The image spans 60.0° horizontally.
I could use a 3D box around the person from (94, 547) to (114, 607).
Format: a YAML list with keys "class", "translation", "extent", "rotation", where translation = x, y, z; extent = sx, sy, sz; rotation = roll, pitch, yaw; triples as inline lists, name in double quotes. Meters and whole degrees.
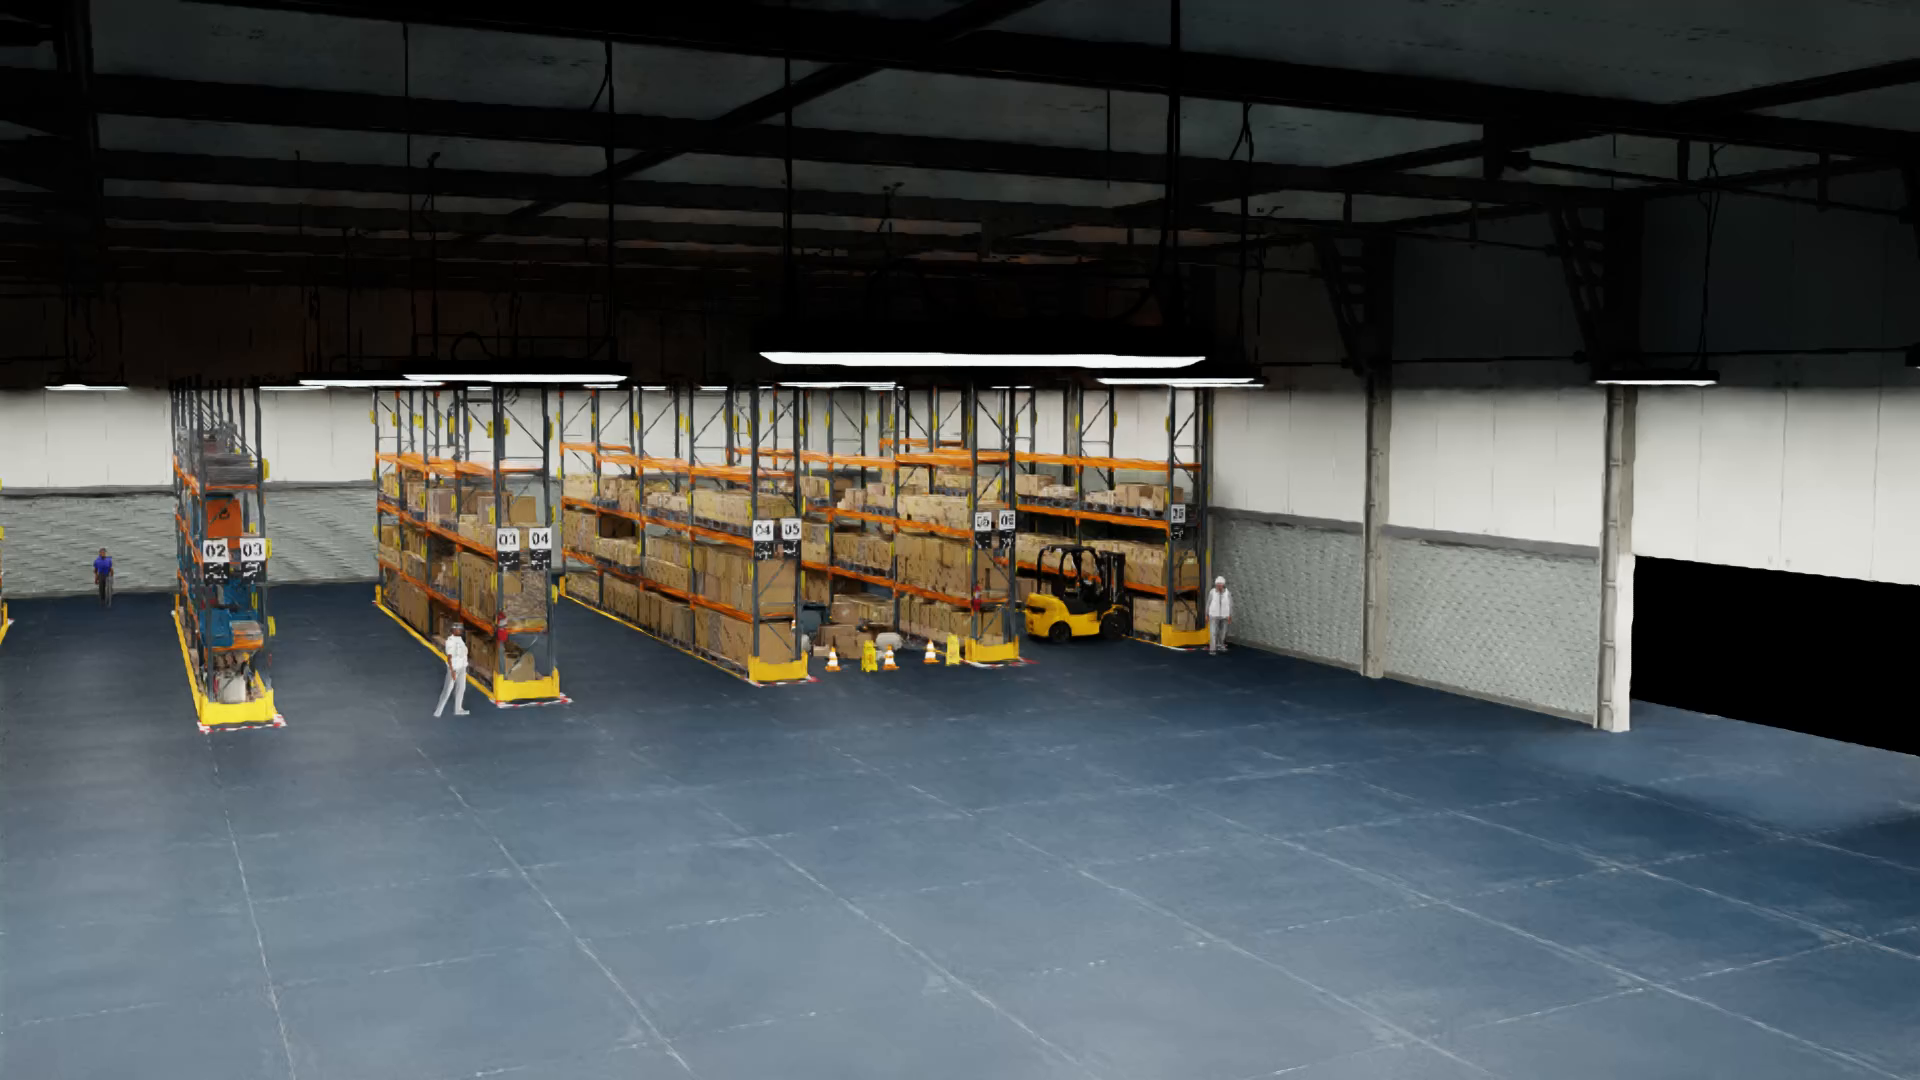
- class: "person"
  translation: [-22.847, 0.976, 44.370]
  extent: [0.447, 1.574, 1.088]
  rotation: [-2, 6, -24]

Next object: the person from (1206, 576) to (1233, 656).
- class: "person"
  translation: [5.663, 1.637, 36.261]
  extent: [0.576, 1.734, 0.934]
  rotation: [0, 5, 1]

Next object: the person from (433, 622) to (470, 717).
- class: "person"
  translation: [-9.011, 2.284, 29.396]
  extent: [0.477, 1.669, 0.666]
  rotation: [2, 5, 19]
